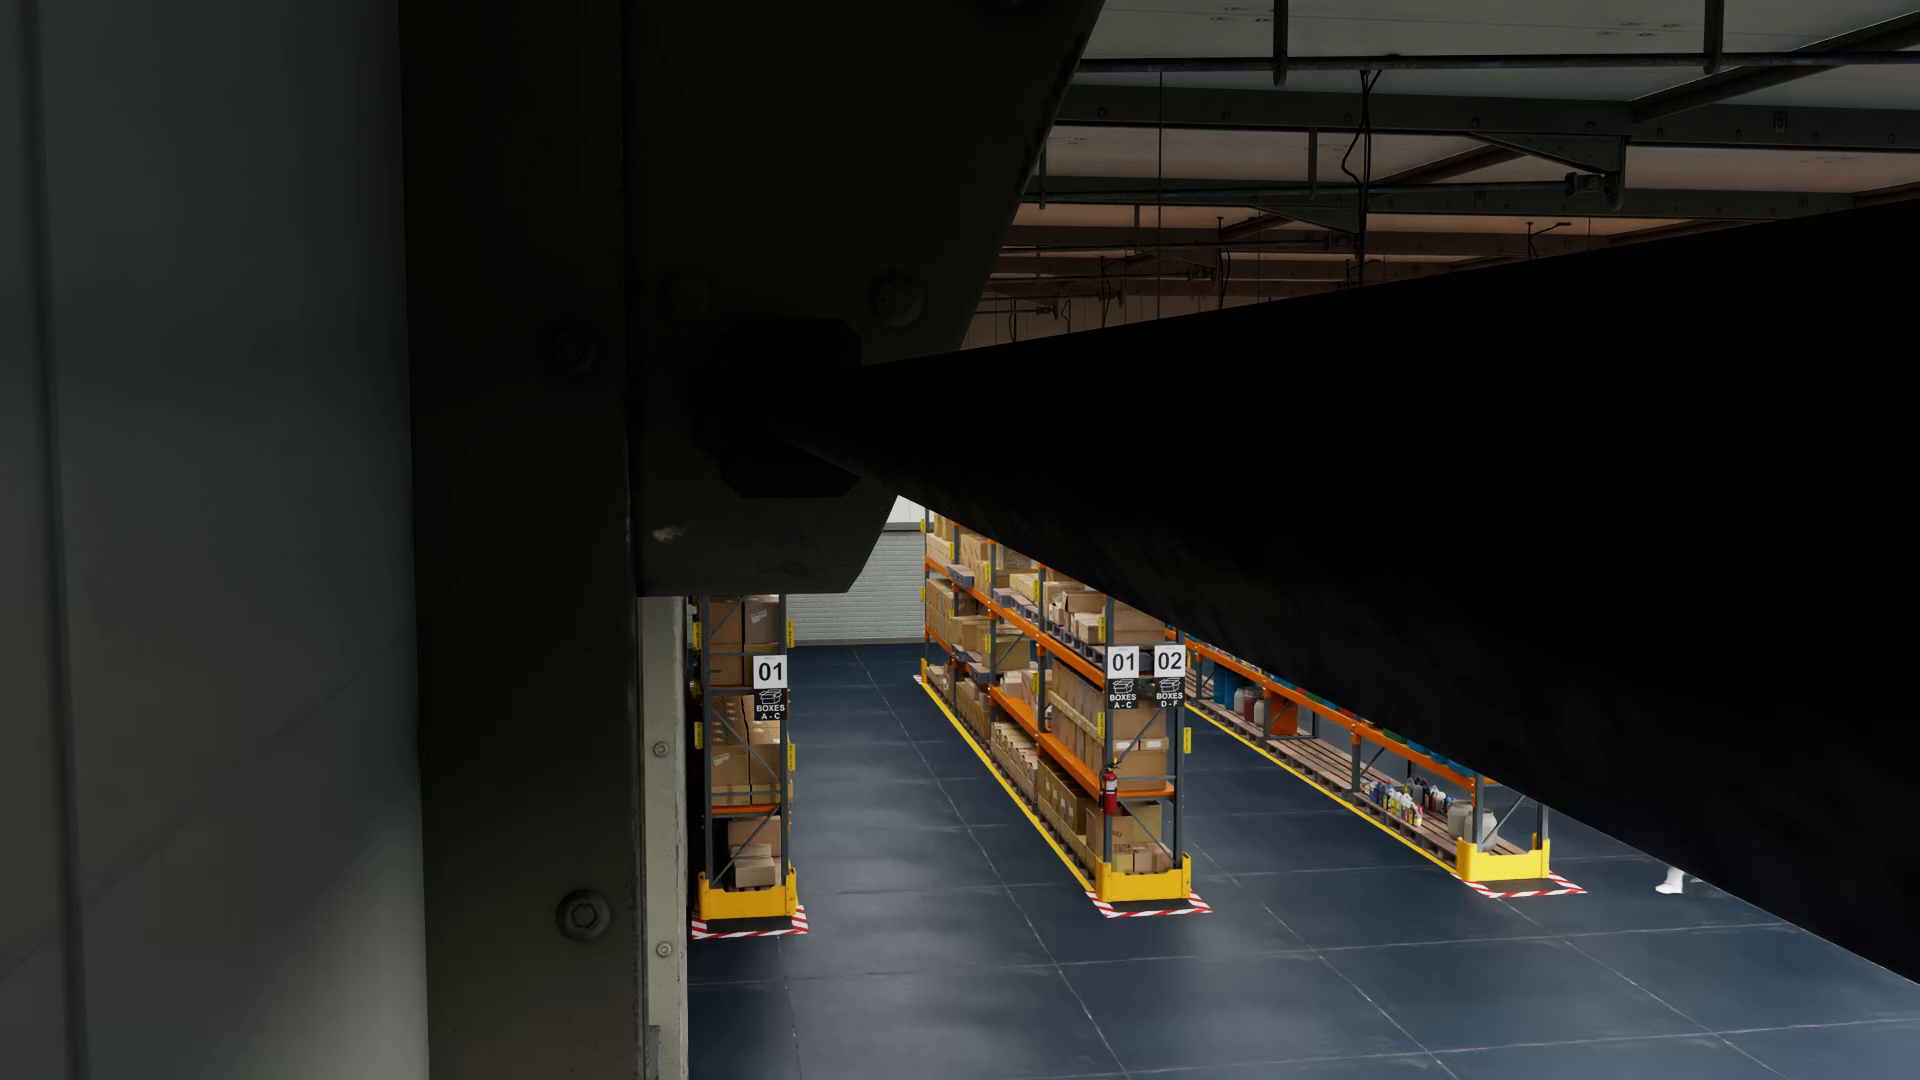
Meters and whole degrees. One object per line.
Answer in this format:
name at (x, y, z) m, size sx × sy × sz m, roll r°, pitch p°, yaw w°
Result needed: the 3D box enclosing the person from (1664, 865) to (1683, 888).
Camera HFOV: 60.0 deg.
person at (9.252, 3.547, 21.097) m, size 0.676 × 1.683 × 0.576 m, roll -1°, pitch 5°, yaw -13°
